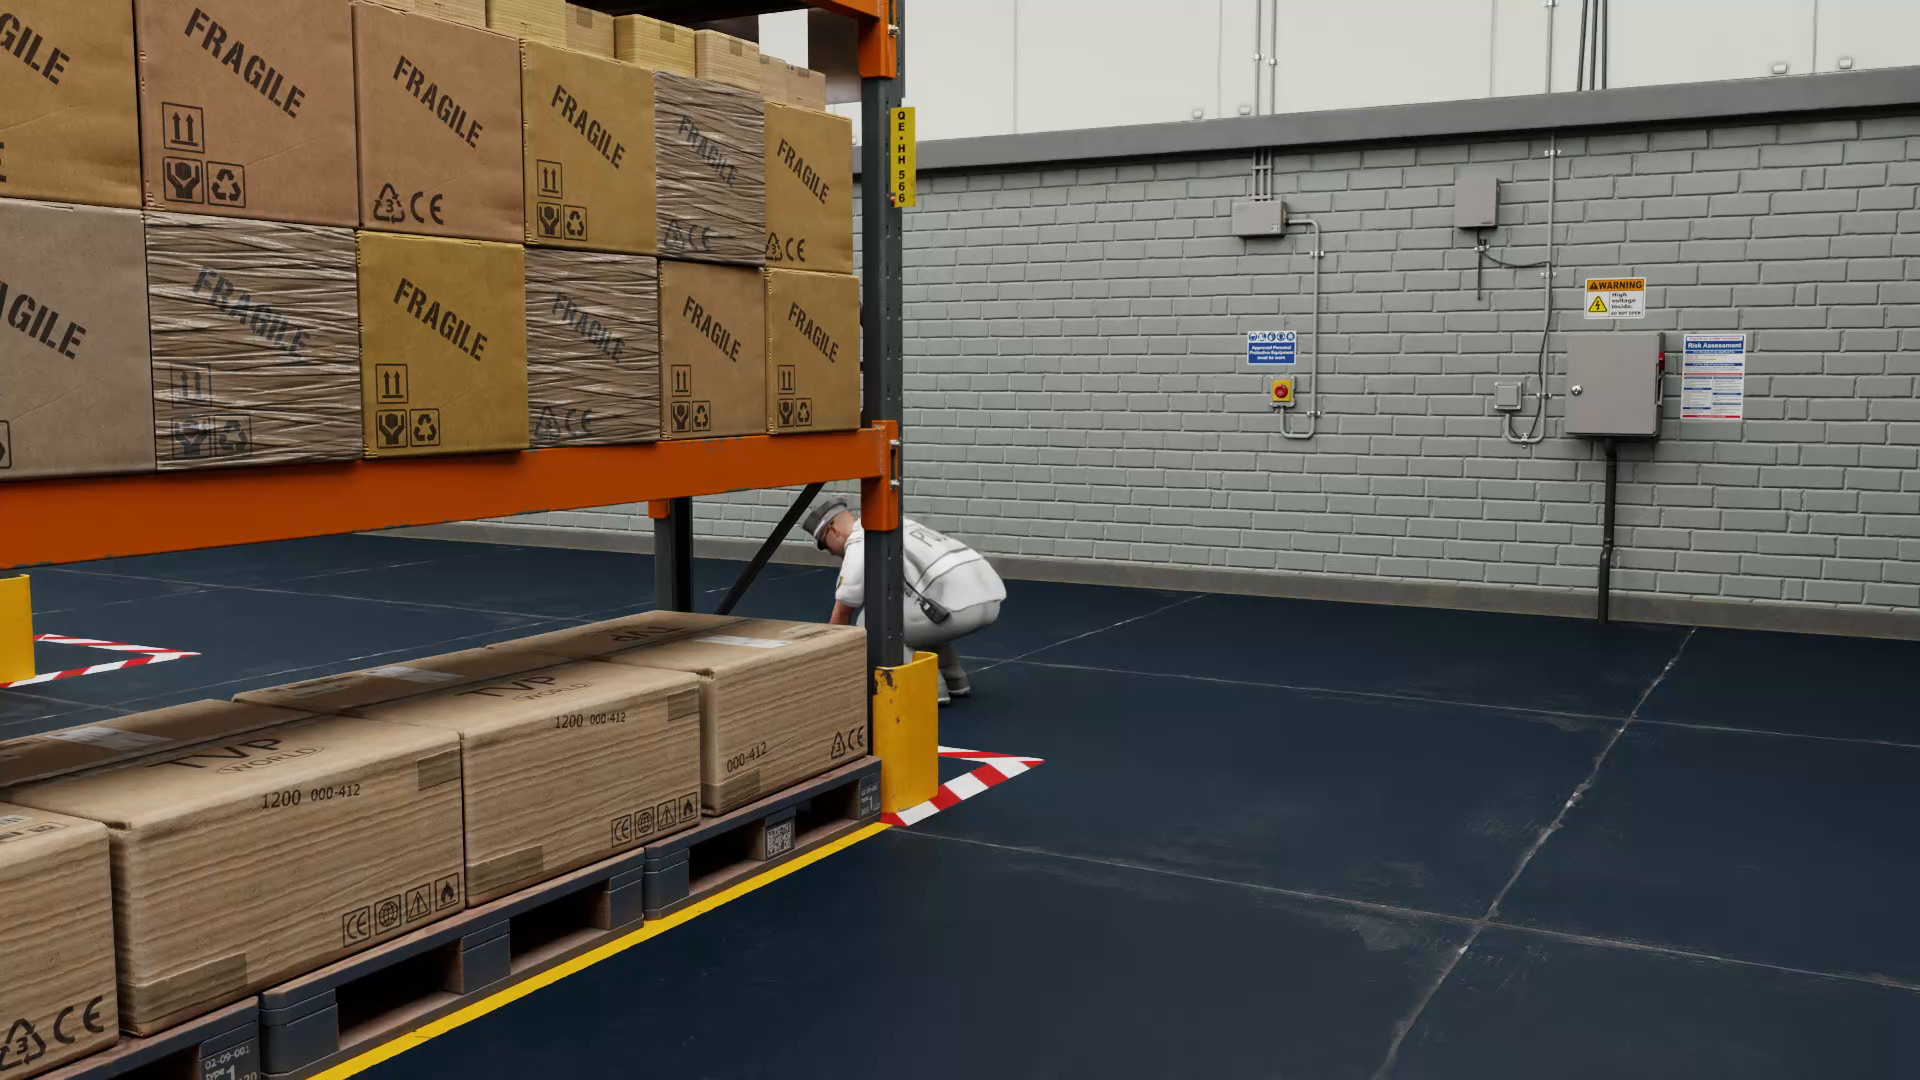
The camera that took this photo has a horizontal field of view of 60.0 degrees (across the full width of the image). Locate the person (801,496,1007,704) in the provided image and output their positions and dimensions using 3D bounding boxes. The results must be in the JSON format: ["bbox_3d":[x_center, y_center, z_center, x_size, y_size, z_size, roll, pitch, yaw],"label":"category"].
[{"bbox_3d":[-0.272,0.268,7.604,0.955,0.918,0.554,3,7,29],"label":"person"}]
